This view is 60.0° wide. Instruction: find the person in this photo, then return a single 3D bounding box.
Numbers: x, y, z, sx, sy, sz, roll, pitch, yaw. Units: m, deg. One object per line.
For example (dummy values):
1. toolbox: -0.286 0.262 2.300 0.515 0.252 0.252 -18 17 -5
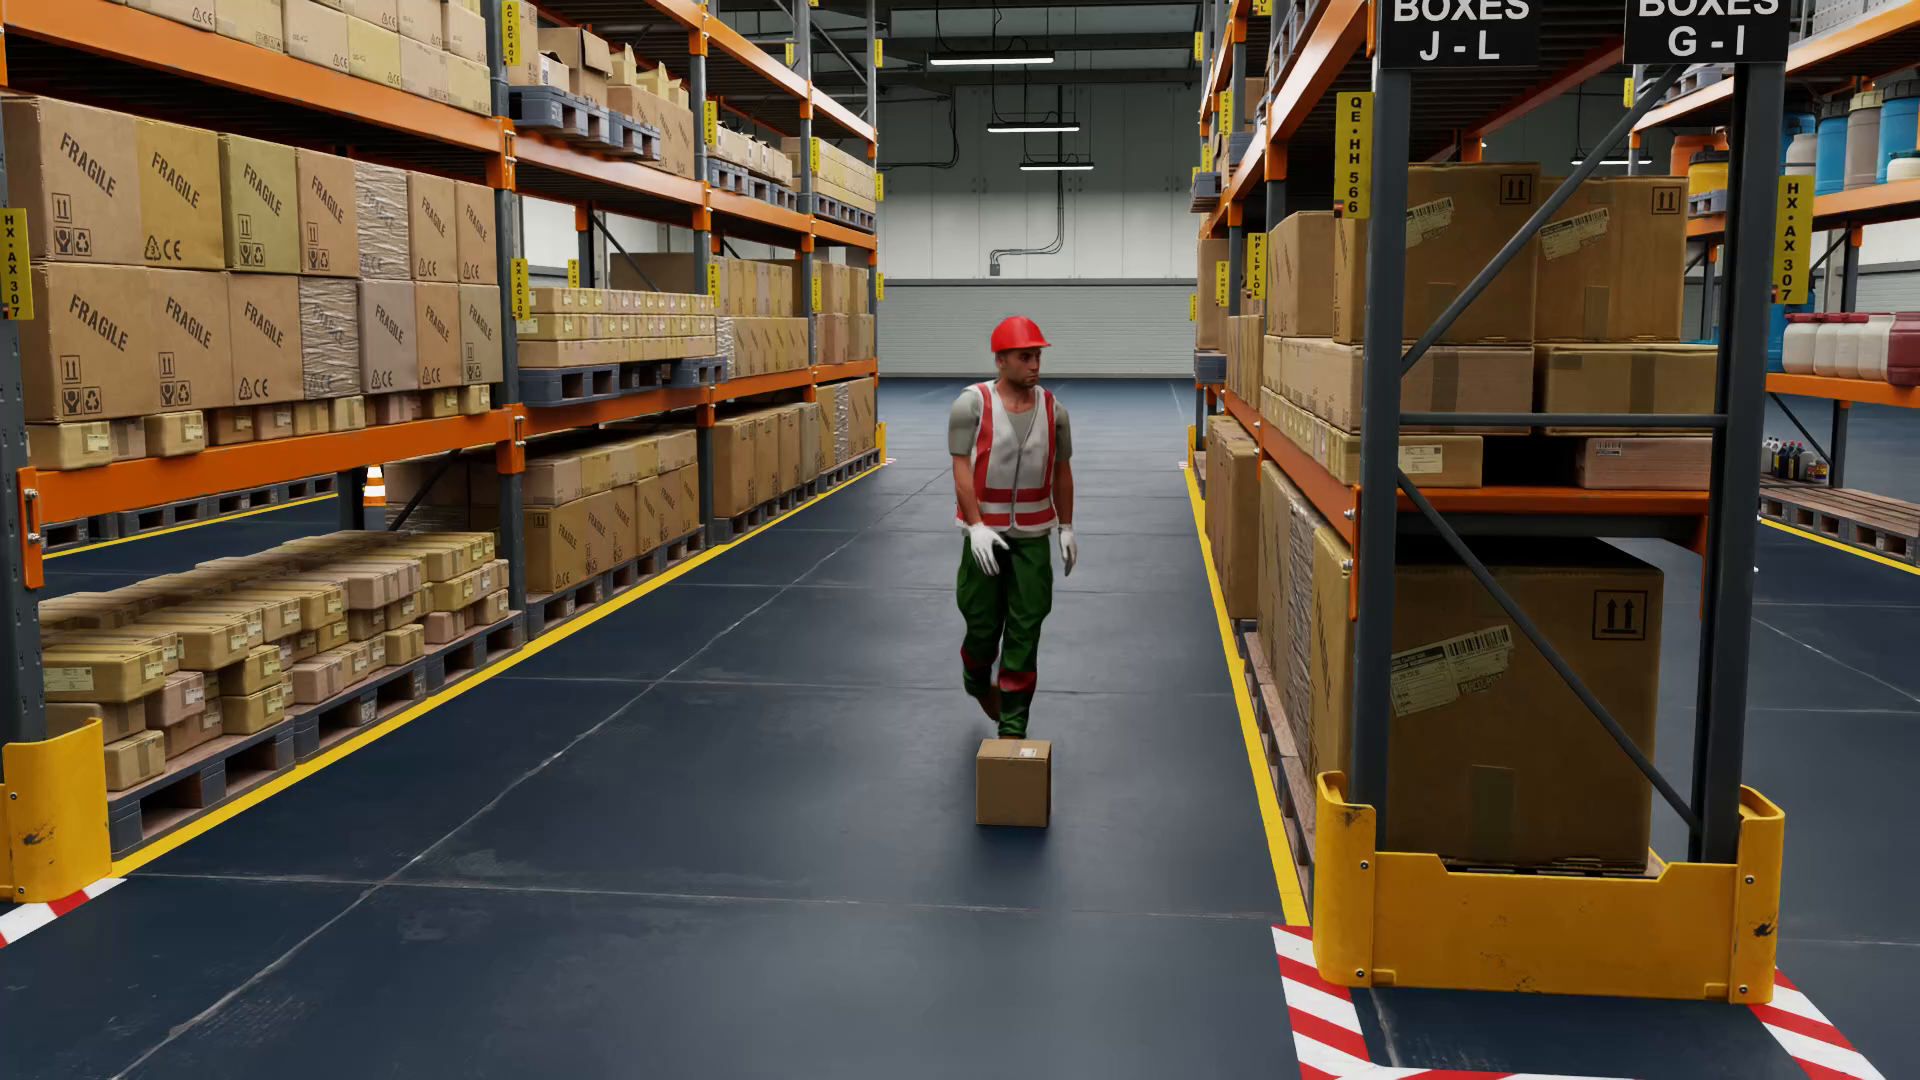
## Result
1. person: 4.152 -0.644 11.571 10.024 1.784 8.701 -1 8 -10
